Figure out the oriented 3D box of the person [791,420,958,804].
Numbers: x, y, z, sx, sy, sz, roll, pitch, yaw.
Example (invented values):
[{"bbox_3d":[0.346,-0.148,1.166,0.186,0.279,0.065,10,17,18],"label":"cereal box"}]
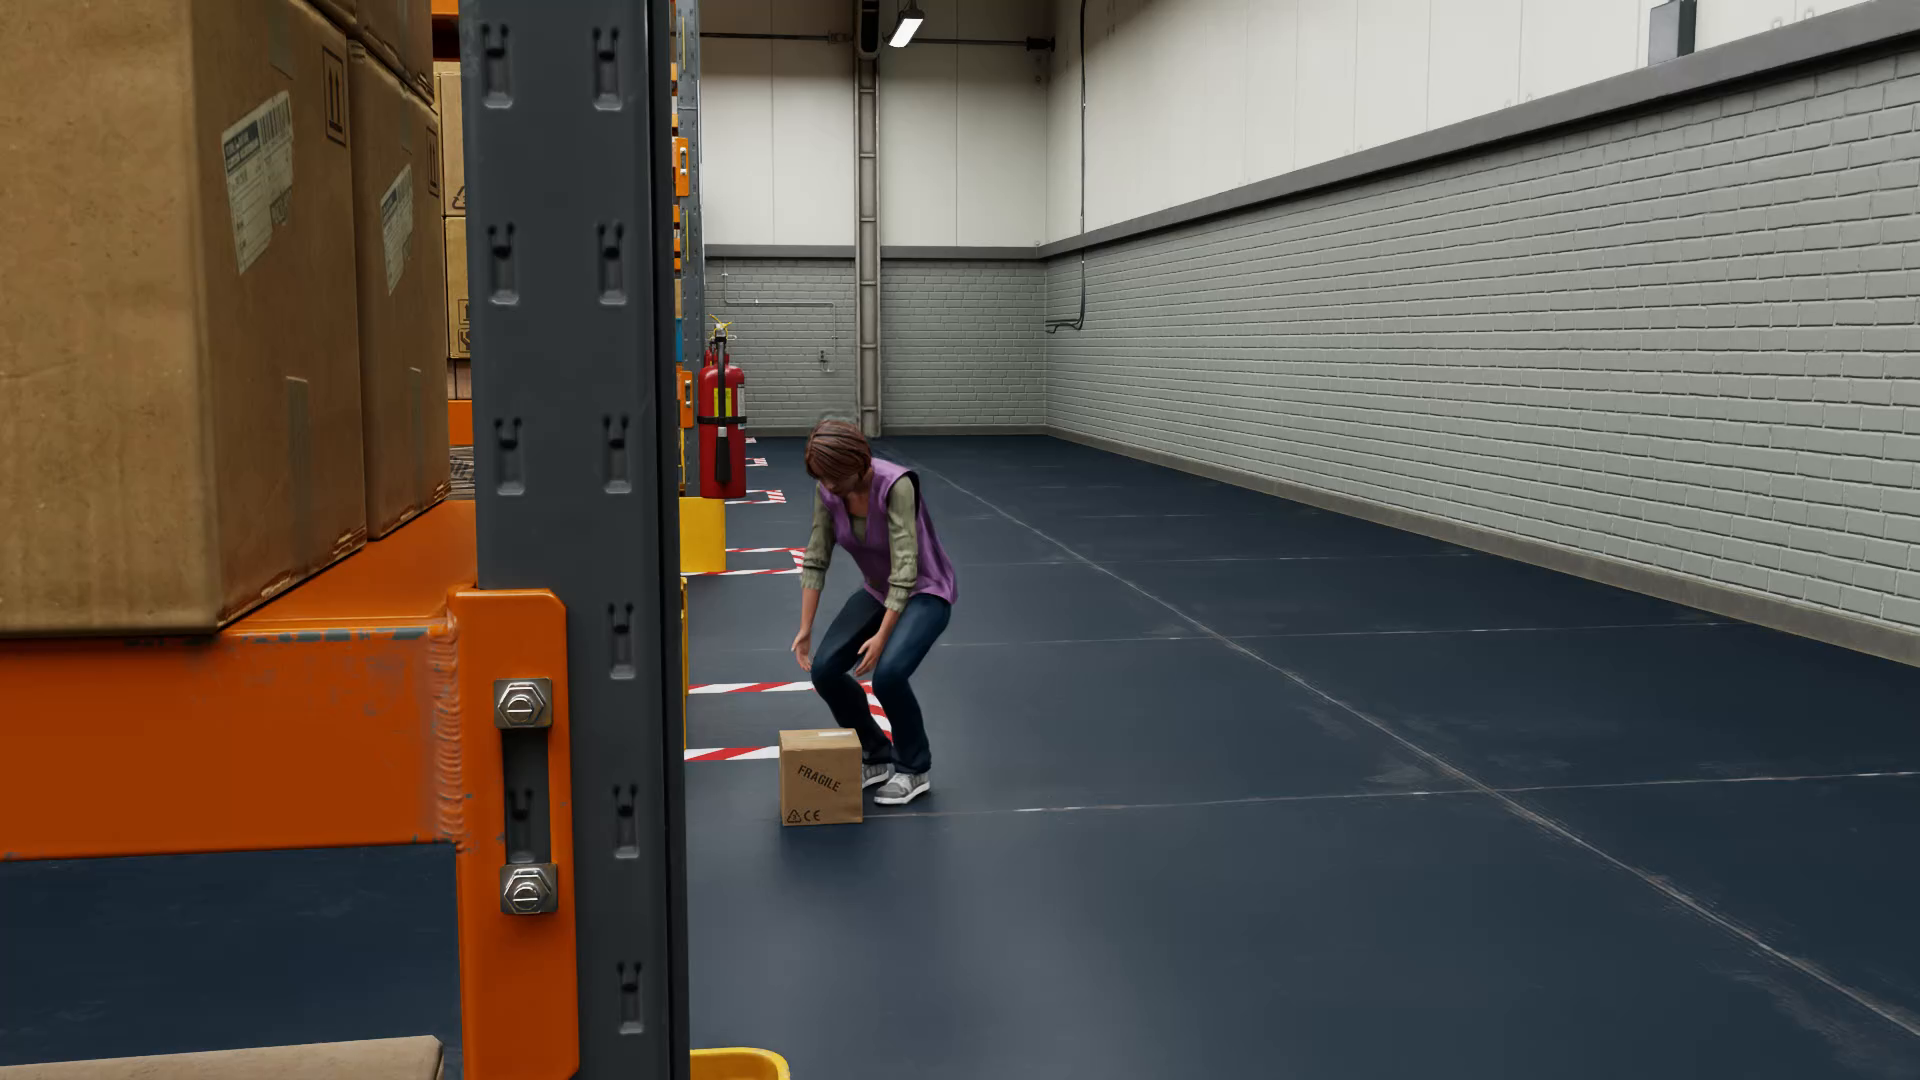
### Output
[{"bbox_3d":[-0.258,0.231,5.485,0.462,1.270,0.673,5,8,37],"label":"person"}]
